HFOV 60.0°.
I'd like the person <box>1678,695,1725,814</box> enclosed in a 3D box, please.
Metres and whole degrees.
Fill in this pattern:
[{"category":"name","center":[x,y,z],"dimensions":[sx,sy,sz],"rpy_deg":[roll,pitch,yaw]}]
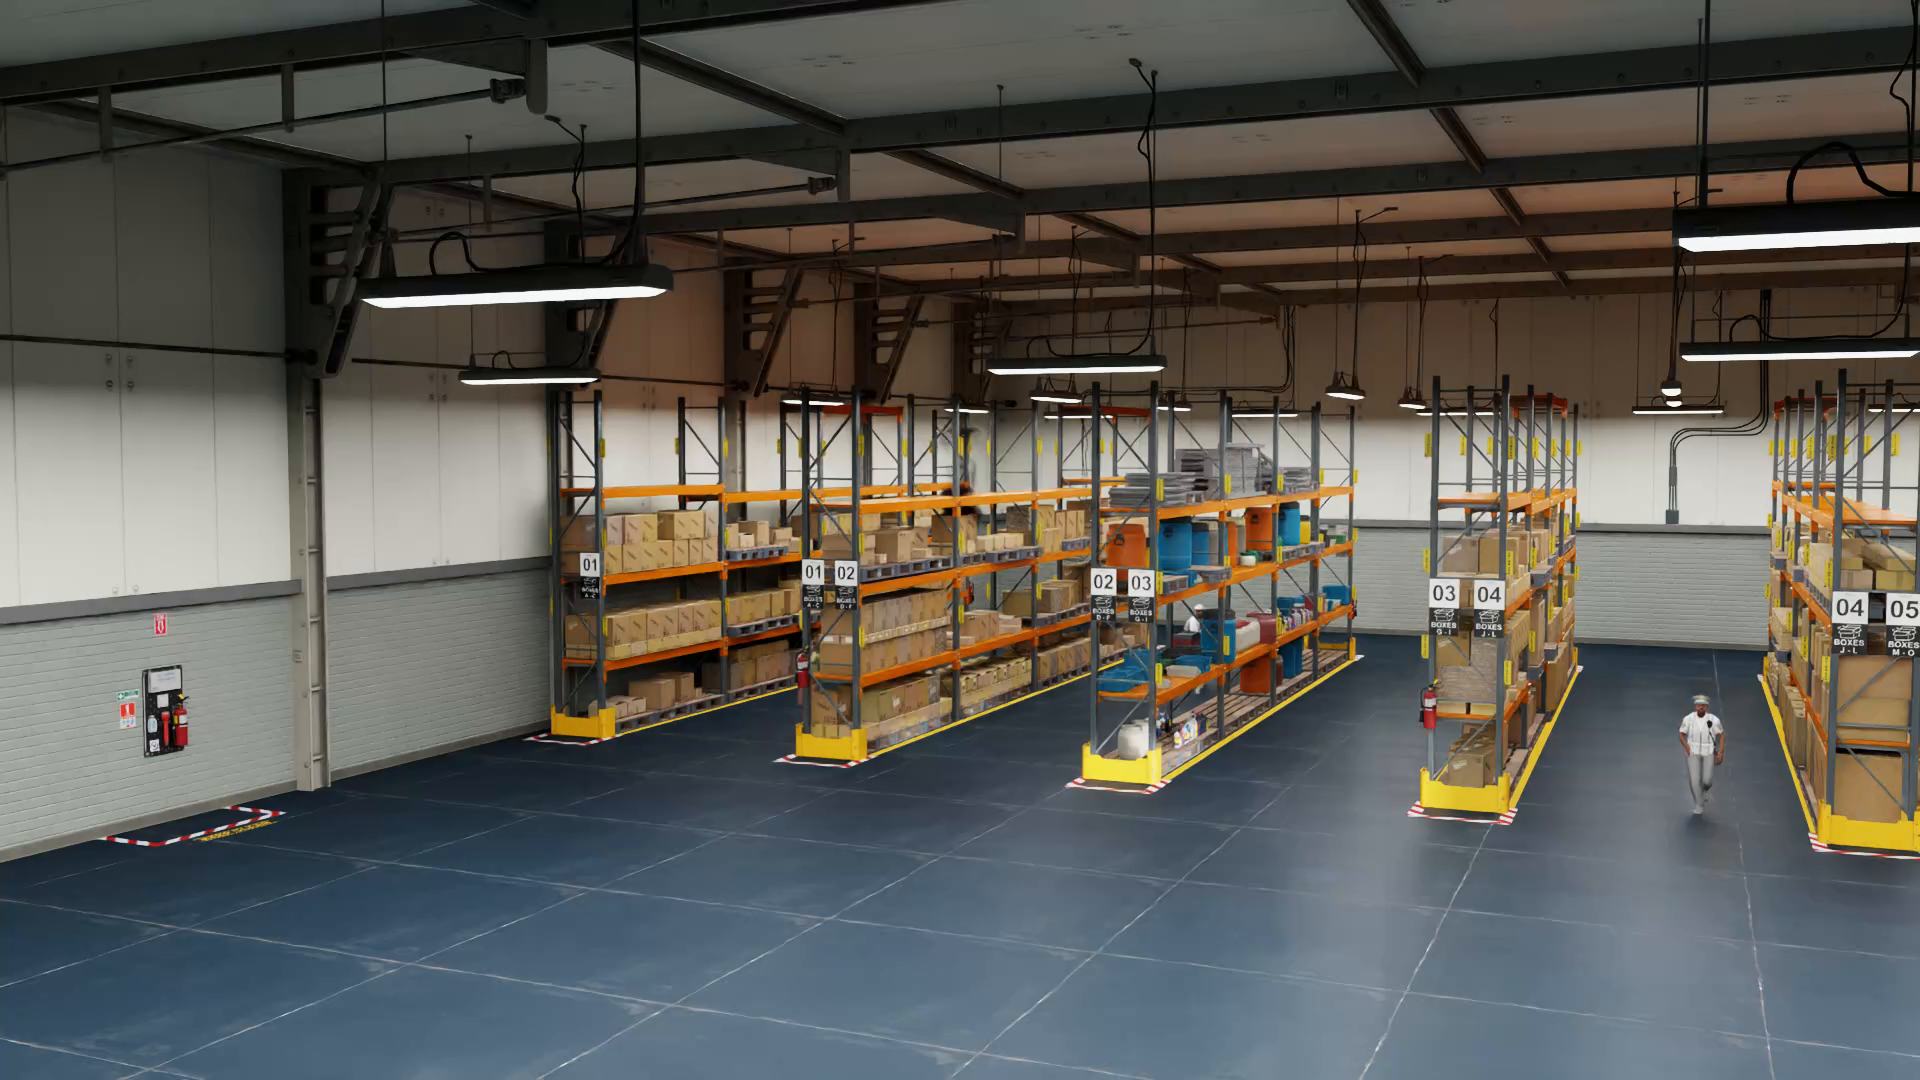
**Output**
[{"category":"person","center":[10.164,2.933,22.811],"dimensions":[0.584,1.649,0.558],"rpy_deg":[2,4,26]}]

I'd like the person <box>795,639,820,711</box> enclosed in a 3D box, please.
[{"category":"person","center":[-2.669,2.560,29.563],"dimensions":[0.573,1.613,0.619],"rpy_deg":[1,3,13]}]

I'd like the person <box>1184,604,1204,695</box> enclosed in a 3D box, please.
[{"category":"person","center":[4.941,2.220,34.244],"dimensions":[0.683,1.807,0.985],"rpy_deg":[1,3,21]}]
